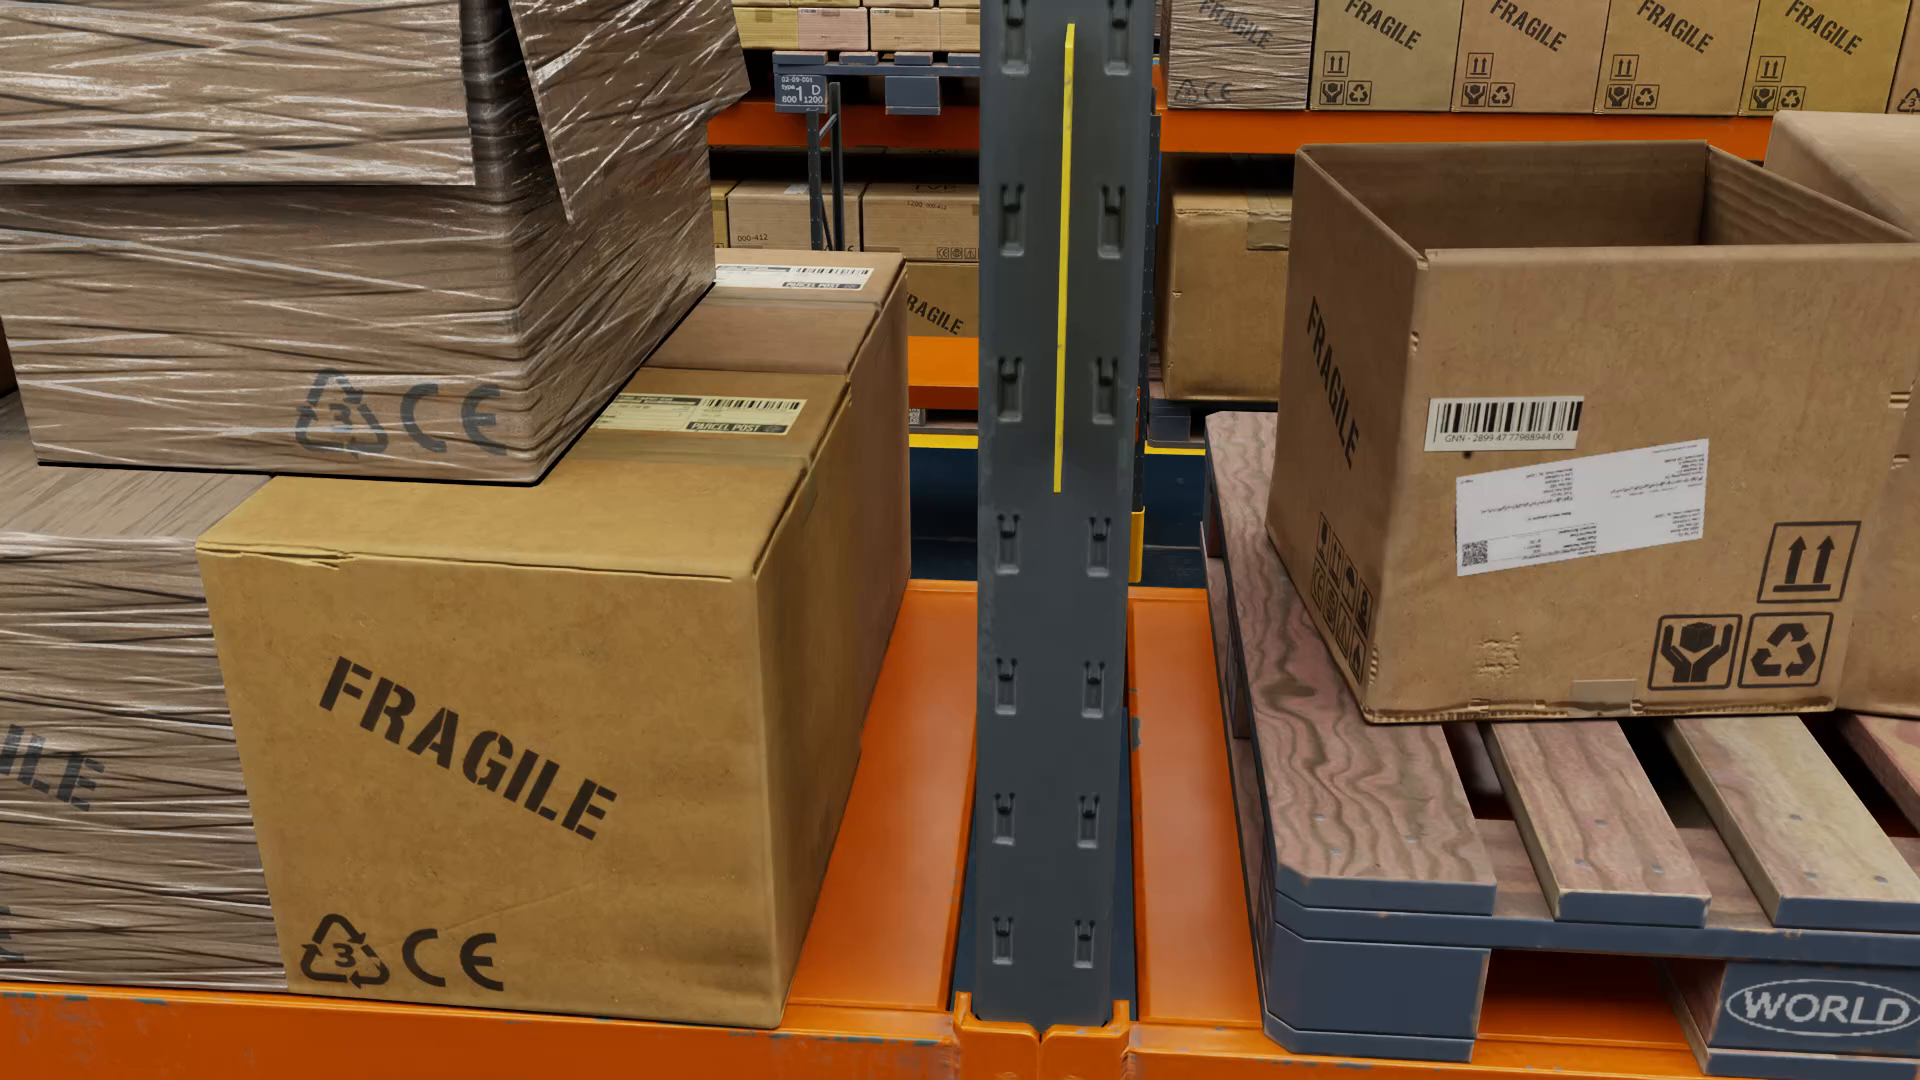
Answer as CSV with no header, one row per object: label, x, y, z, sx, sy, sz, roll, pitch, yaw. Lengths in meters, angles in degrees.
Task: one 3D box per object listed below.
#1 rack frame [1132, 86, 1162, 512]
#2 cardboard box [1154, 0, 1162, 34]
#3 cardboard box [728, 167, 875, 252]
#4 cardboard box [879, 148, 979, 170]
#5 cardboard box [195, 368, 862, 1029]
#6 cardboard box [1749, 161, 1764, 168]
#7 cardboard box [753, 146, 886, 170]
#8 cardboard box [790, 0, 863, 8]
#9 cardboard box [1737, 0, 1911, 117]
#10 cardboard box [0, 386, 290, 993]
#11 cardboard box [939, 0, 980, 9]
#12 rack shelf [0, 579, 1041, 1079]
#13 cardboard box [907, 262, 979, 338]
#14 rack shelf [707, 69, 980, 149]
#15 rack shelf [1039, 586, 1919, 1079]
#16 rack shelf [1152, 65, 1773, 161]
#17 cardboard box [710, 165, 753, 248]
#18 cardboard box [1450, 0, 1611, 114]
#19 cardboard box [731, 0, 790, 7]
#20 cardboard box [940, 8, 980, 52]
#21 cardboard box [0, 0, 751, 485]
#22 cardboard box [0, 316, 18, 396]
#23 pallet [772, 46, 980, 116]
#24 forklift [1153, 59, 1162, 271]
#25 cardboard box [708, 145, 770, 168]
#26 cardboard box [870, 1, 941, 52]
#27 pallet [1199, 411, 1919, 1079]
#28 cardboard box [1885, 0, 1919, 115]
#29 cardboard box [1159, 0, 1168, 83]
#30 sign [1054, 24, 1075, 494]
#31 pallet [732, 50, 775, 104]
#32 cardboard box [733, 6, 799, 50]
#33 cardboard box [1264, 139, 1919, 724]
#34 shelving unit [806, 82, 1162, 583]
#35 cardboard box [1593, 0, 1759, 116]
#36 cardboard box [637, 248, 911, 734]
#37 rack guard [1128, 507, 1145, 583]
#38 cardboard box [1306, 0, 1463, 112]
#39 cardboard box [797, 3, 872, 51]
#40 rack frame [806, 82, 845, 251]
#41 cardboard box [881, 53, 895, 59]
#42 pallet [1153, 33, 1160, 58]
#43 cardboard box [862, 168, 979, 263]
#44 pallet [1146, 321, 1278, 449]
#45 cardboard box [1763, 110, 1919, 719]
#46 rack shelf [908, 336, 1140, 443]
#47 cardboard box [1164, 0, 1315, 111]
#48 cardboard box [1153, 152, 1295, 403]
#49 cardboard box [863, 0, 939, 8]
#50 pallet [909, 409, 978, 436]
rack frame,0.592,-0.662,5.395,0.032,1.500,0.500,2,25,4
cardboard box,1.871,-5.193,15.785,0.625,0.625,0.875,3,25,6
cardboard box,-0.611,-1.291,6.559,0.500,0.250,0.500,2,25,5
cardboard box,-0.073,-1.490,6.991,0.500,0.250,0.500,1,25,2
cardboard box,-0.396,0.135,1.749,0.500,0.500,0.500,3,25,6
cardboard box,2.997,-1.027,6.582,0.750,0.750,1.050,2,25,4
cardboard box,-0.579,-1.506,7.026,0.500,0.250,0.500,2,25,3
cardboard box,-0.461,-2.024,6.003,0.250,0.149,0.380,2,25,5
cardboard box,3.035,-1.826,6.011,0.500,0.500,0.500,2,25,5
cardboard box,-0.892,0.116,1.789,0.500,0.500,0.500,2,25,4
cardboard box,0.068,-2.009,5.970,0.250,0.149,0.380,2,25,5
rack shelf,-1.879,0.356,2.249,4.000,0.370,1.077,2,25,4
cardboard box,-0.081,-0.939,6.689,0.500,0.500,0.500,2,25,4
rack shelf,-1.398,-1.708,6.735,4.000,0.370,1.077,2,25,4
rack shelf,2.109,0.484,1.971,4.000,0.370,1.077,2,25,4
rack shelf,2.590,-1.580,6.457,4.000,0.370,1.077,2,25,4
cardboard box,-1.116,-1.314,6.608,0.500,0.250,0.500,2,25,5
cardboard box,2.033,-1.858,6.081,0.500,0.500,0.500,2,25,4
cardboard box,-0.710,-2.032,6.021,0.250,0.149,0.380,2,25,4
cardboard box,0.069,-1.872,6.028,0.250,0.149,0.380,2,25,5
cardboard box,-0.613,-0.438,1.795,0.637,0.503,0.797,3,25,6
cardboard box,-1.262,-0.460,1.843,0.637,0.503,0.797,2,25,5
pallet,-0.123,-1.862,6.439,1.003,0.211,1.213,2,25,4
forklift,2.476,-2.818,8.368,3.031,2.935,1.130,-7,26,-15
cardboard box,-1.071,-1.527,7.072,0.500,0.250,0.500,2,25,4
cardboard box,-0.179,-1.881,6.047,0.250,0.149,0.380,2,25,4
pallet,0.834,0.158,2.047,1.003,0.211,1.213,2,25,4
cardboard box,3.539,-1.810,5.976,0.500,0.500,0.500,2,25,3
cardboard box,1.065,-2.114,6.636,0.500,0.500,0.500,2,25,4
sign,0.076,-0.202,1.215,0.005,0.325,0.100,2,25,4
pallet,-1.381,-1.930,6.586,1.213,0.211,1.003,2,25,4
cardboard box,-0.684,-1.898,6.085,0.250,0.149,0.380,2,25,3
cardboard box,0.657,-0.143,1.850,0.500,0.500,0.500,-1,25,-2
shelving unit,0.076,-0.679,5.431,1.083,1.500,0.587,2,25,4
cardboard box,2.529,-1.841,6.044,0.500,0.500,0.500,2,25,3
cardboard box,-0.349,-0.082,2.219,0.500,0.500,0.500,3,25,6
rack guard,0.573,-0.095,5.658,0.087,0.250,0.587,2,25,4
cardboard box,1.530,-1.875,6.116,0.500,0.500,0.500,2,25,3
cardboard box,-0.435,-1.889,6.065,0.250,0.149,0.380,2,25,5
rack frame,-0.422,-0.695,5.466,0.032,1.500,0.500,2,25,4
cardboard box,-0.697,-3.350,11.482,0.875,0.875,0.875,2,25,5
pallet,2.068,-4.797,15.923,1.213,0.211,1.003,2,25,4
cardboard box,-0.106,-1.280,6.534,0.500,0.250,0.500,1,25,3
pallet,1.376,-0.648,6.905,1.213,0.211,1.003,2,25,4
cardboard box,1.221,-0.167,1.902,0.500,0.500,0.700,5,25,12
rack shelf,0.085,-0.515,5.506,1.000,0.185,0.538,2,25,4
cardboard box,1.023,-1.890,6.149,0.500,0.500,0.500,2,25,5
cardboard box,1.196,-1.083,6.704,0.750,0.750,1.050,2,25,3
cardboard box,-0.198,-2.017,5.987,0.250,0.149,0.380,3,25,6
pallet,-0.183,-0.730,7.084,1.213,0.211,1.003,2,25,4
